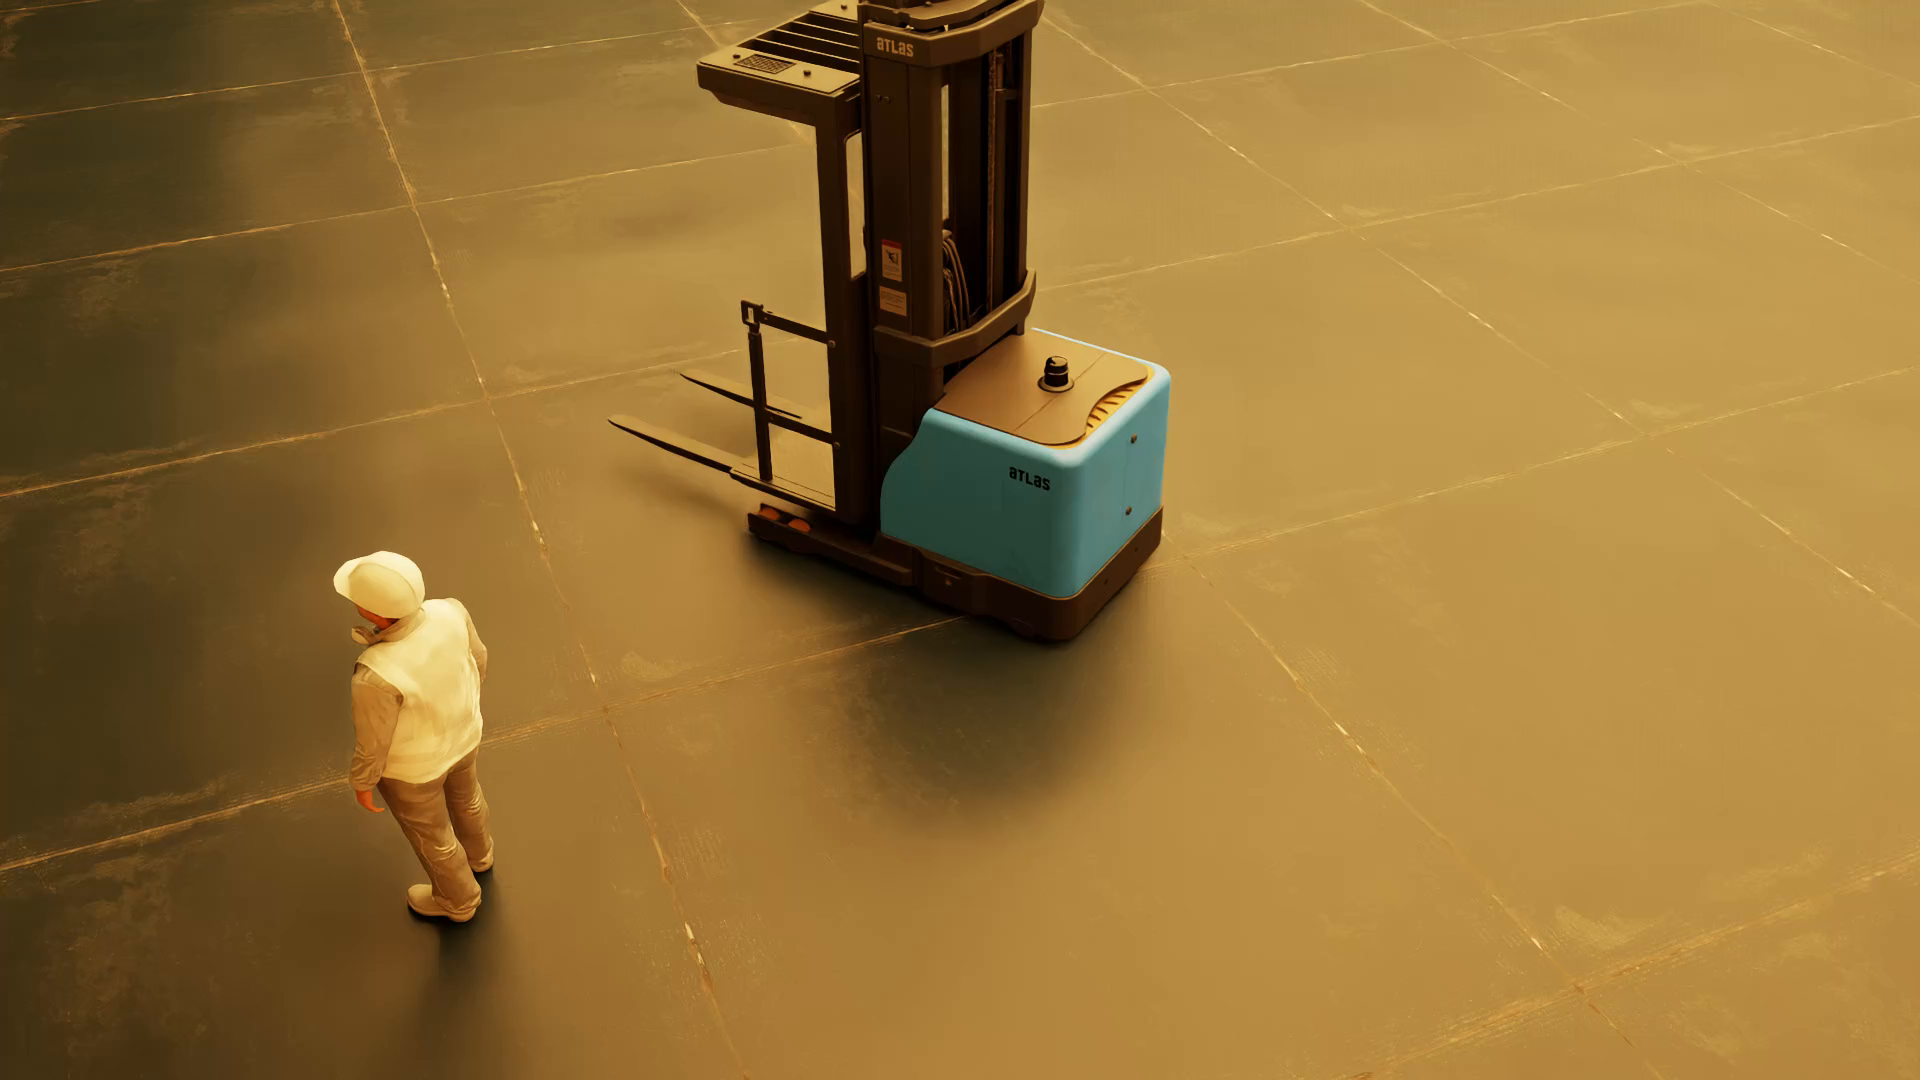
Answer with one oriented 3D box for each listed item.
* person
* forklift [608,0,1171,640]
[{"bbox_3d":[-2.011,0.716,6.078,0.570,1.773,0.630,17,39,23],"label":"person"},{"bbox_3d":[-0.493,-1.370,8.025,3.031,2.935,1.130,20,40,26],"label":"forklift"}]
